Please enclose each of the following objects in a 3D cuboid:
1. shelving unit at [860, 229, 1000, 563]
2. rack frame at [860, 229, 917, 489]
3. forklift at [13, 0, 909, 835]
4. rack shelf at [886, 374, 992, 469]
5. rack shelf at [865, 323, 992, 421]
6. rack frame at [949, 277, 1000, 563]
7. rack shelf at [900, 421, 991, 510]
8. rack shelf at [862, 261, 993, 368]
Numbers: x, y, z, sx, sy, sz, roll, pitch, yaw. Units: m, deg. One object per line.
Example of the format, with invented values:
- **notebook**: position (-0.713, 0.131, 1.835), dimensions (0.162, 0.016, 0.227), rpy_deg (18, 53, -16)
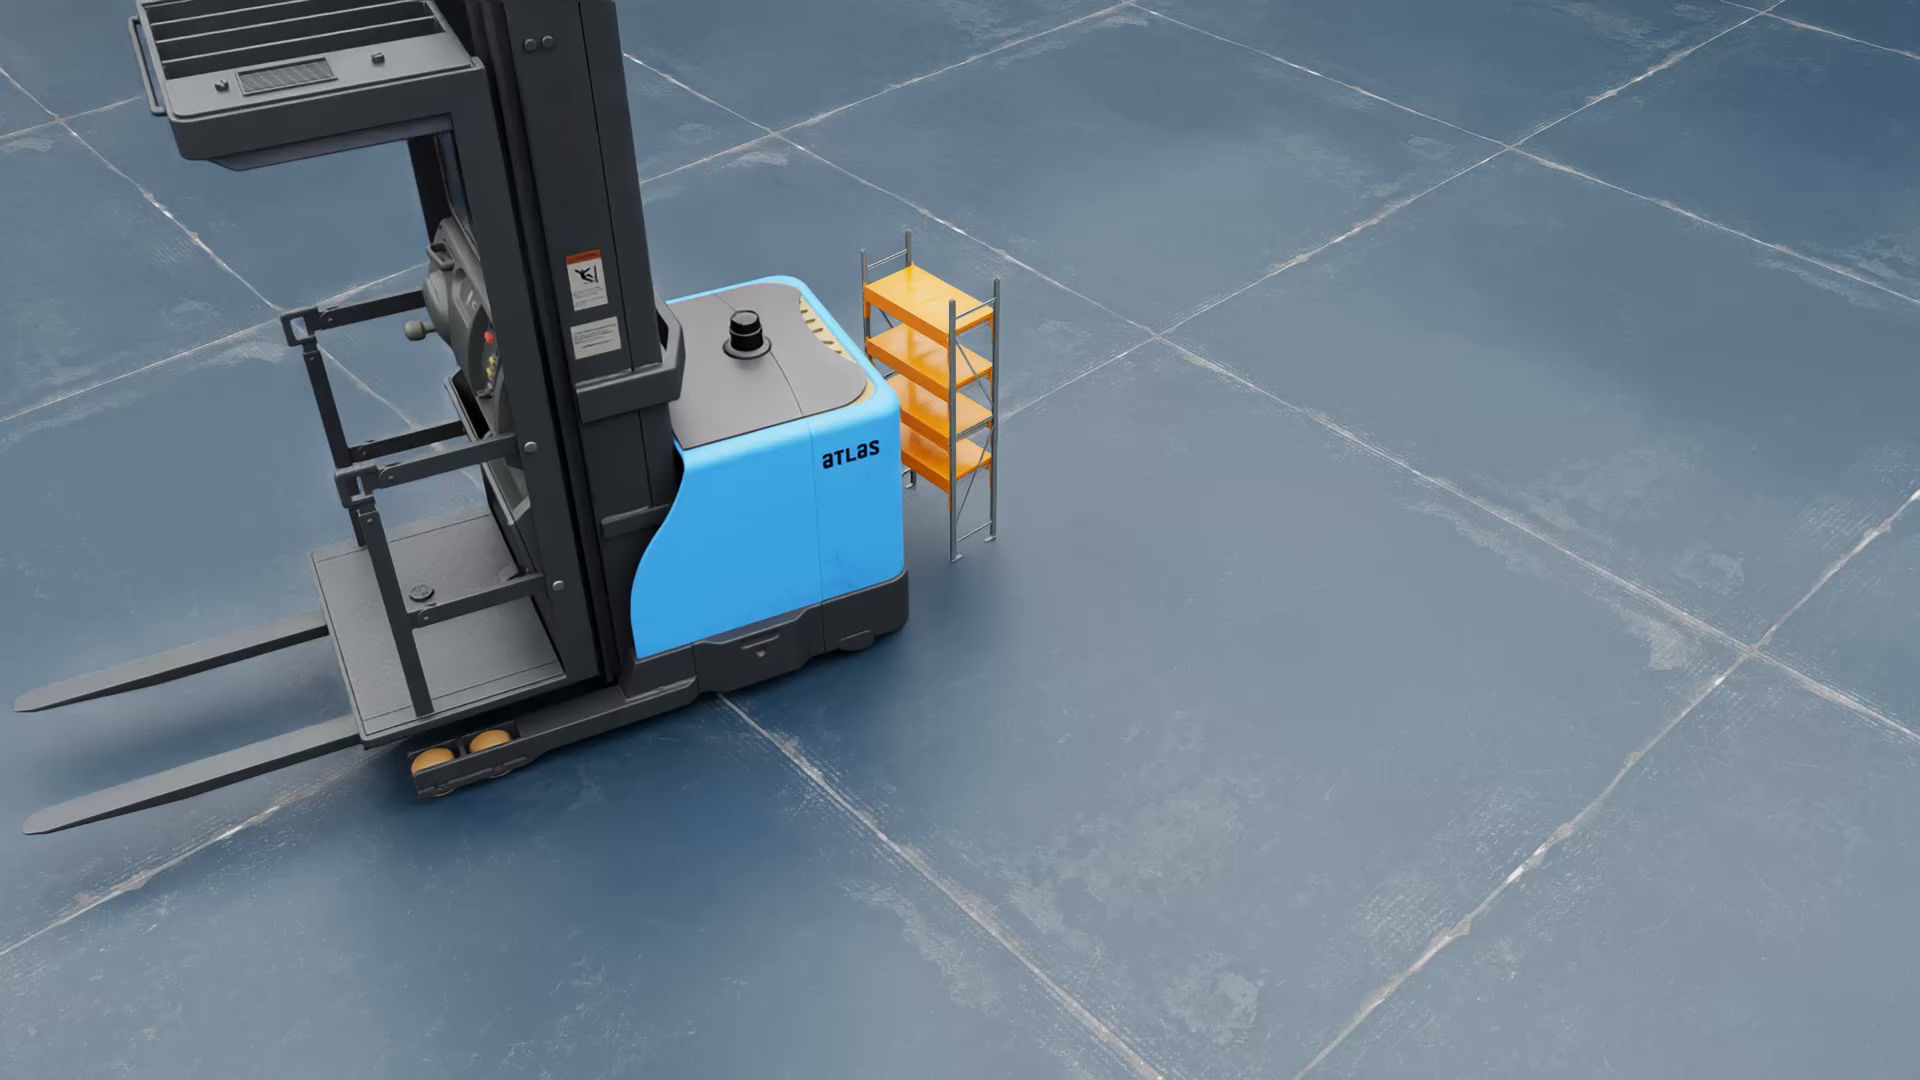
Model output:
- **shelving unit**: position (-0.112, -0.543, 6.468), dimensions (0.258, 1.200, 0.503), rpy_deg (-30, 48, -32)
- **rack frame**: position (-0.277, -0.656, 6.608), dimensions (0.240, 1.200, 0.015), rpy_deg (-30, 48, -32)
- **forklift**: position (-1.746, -0.647, 5.218), dimensions (3.031, 2.935, 1.130), rpy_deg (-17, 42, -20)
- **rack shelf**: position (-0.112, -0.491, 6.510), dimensions (0.258, 0.148, 0.480), rpy_deg (-30, 48, -32)
- **rack shelf**: position (-0.112, -0.665, 6.370), dimensions (0.258, 0.148, 0.480), rpy_deg (-30, 48, -32)
- **rack frame**: position (0.053, -0.430, 6.328), dimensions (0.240, 1.200, 0.015), rpy_deg (-30, 48, -32)
- **rack shelf**: position (-0.112, -0.337, 6.635), dimensions (0.258, 0.148, 0.480), rpy_deg (-30, 48, -32)
- **rack shelf**: position (-0.112, -0.849, 6.221), dimensions (0.258, 0.148, 0.480), rpy_deg (-30, 48, -32)
